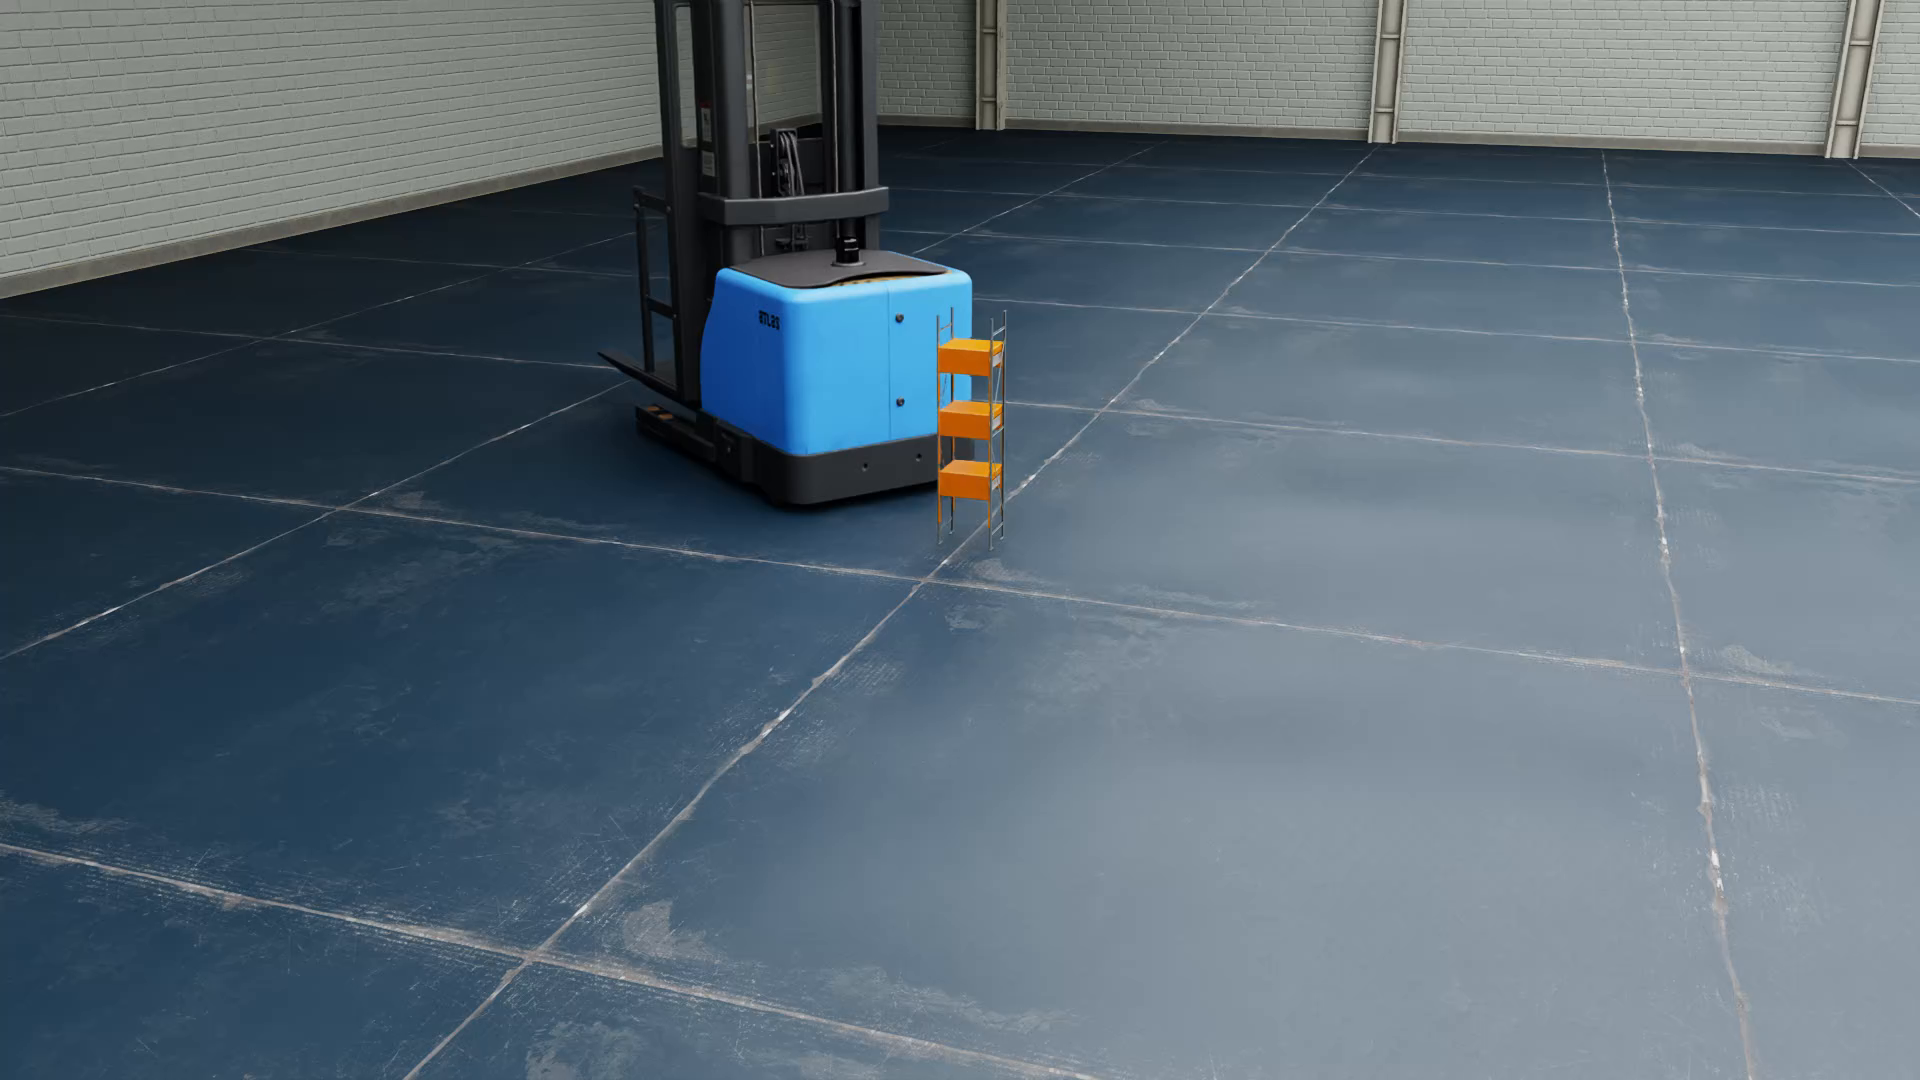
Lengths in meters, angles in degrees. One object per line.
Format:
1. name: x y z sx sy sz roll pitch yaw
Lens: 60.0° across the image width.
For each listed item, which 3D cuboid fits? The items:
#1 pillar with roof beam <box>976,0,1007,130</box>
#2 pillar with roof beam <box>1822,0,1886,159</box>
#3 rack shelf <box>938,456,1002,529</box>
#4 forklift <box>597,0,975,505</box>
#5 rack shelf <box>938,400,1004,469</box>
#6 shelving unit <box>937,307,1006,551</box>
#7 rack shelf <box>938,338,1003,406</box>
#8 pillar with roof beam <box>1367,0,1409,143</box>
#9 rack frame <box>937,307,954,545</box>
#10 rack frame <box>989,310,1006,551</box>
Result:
1. pillar with roof beam: -0.934 -9.349 20.727 0.400 9.000 9.100 7 20 18
2. pillar with roof beam: 10.401 -8.053 17.008 0.400 9.000 9.100 7 20 18
3. rack shelf: 0.051 -0.218 7.482 0.240 0.259 0.215 7 20 18
4. forklift: -1.143 -1.982 8.810 1.130 2.935 3.031 -12 22 -30
5. rack shelf: 0.051 -0.480 7.390 0.240 0.259 0.215 7 20 18
6. shelving unit: 0.051 -0.490 7.387 0.252 1.050 0.215 7 20 18
7. rack shelf: 0.051 -0.748 7.297 0.240 0.259 0.215 7 20 18
8. pillar with roof beam: 4.734 -8.701 18.867 0.400 9.000 9.100 7 20 18
9. rack frame: -0.065 -0.503 7.425 0.008 1.050 0.200 7 20 18
10. rack frame: 0.166 -0.477 7.349 0.008 1.050 0.200 7 20 18
